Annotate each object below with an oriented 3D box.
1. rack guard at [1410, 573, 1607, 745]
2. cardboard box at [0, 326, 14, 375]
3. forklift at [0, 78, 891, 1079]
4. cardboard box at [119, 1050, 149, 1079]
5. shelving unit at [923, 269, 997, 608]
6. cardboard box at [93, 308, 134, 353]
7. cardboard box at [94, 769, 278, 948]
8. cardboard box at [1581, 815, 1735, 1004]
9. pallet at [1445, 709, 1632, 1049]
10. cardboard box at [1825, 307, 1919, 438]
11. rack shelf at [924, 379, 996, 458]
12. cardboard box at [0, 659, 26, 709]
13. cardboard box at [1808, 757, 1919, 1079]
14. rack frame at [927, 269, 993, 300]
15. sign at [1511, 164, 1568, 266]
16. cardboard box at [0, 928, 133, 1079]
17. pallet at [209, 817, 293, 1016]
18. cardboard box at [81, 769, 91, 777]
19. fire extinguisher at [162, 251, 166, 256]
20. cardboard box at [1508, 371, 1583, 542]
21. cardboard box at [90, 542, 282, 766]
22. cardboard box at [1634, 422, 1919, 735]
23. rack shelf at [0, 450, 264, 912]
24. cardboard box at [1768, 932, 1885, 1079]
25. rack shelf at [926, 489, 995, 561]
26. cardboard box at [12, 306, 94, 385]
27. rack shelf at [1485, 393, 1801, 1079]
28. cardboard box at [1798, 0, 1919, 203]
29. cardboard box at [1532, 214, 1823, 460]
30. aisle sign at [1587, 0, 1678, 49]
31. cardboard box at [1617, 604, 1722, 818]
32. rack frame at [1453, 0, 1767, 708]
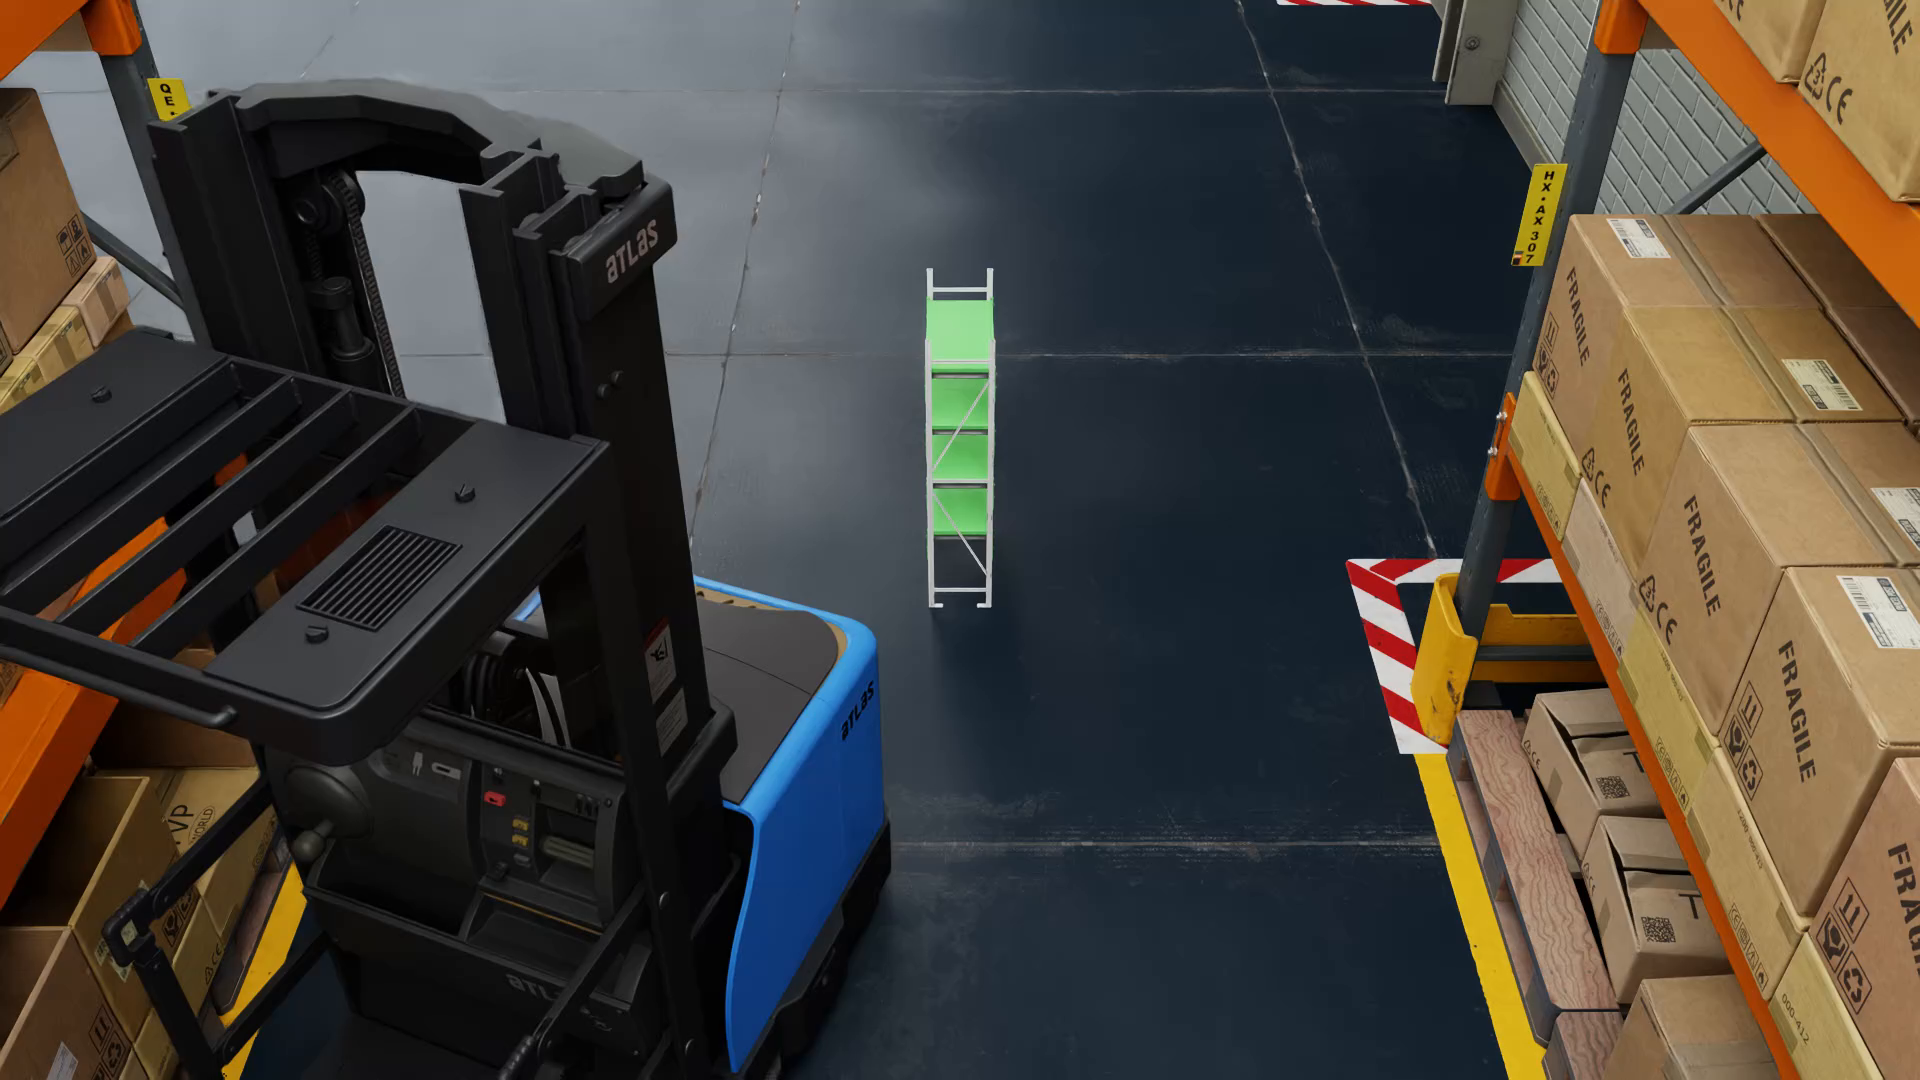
[{"bbox_3d":[2.229,0.418,5.829,1.175,0.500,0.348,0,39,0],"label":"rack guard"},{"bbox_3d":[-2.731,-0.491,3.846,0.700,0.500,0.500,-1,39,-1],"label":"cardboard box"},{"bbox_3d":[-1.244,0.675,3.563,1.130,2.935,3.031,14,41,17],"label":"forklift"},{"bbox_3d":[-2.415,1.583,4.239,0.500,0.250,0.500,0,39,0],"label":"cardboard box"},{"bbox_3d":[0.000,-0.365,6.246,0.258,1.200,0.503,0,39,0],"label":"shelving unit"},{"bbox_3d":[-2.737,-0.347,4.704,0.700,0.500,0.500,0,39,0],"label":"cardboard box"},{"bbox_3d":[-2.416,0.957,5.020,0.500,0.250,0.500,0,39,0],"label":"cardboard box"},{"bbox_3d":[2.141,1.061,4.825,0.500,0.311,0.500,3,39,4],"label":"cardboard box"},{"bbox_3d":[2.195,1.038,5.285,1.003,0.211,1.213,0,39,0],"label":"pallet"},{"bbox_3d":[2.433,-0.238,4.152,0.500,0.500,0.500,0,39,1],"label":"cardboard box"},{"bbox_3d":[0.000,-0.502,6.135,0.258,0.148,0.480,0,39,0],"label":"rack shelf"},{"bbox_3d":[-2.736,0.292,3.907,0.700,0.500,0.500,0,39,0],"label":"cardboard box"},{"bbox_3d":[1.928,0.732,2.943,0.500,0.500,0.500,-1,39,-1],"label":"cardboard box"},{"bbox_3d":[0.000,-0.517,6.436,0.240,1.200,0.015,0,39,0],"label":"rack frame"},{"bbox_3d":[1.687,-0.943,4.835,0.100,0.325,0.005,0,39,0],"label":"sign"},{"bbox_3d":[-2.411,1.290,4.005,0.500,0.500,0.500,0,39,0],"label":"cardboard box"},{"bbox_3d":[-2.682,0.967,5.375,1.003,0.211,1.213,0,39,0],"label":"pallet"},{"bbox_3d":[-2.942,0.958,5.019,0.500,0.250,0.500,0,39,0],"label":"cardboard box"},{"bbox_3d":[-2.260,-0.644,5.216,0.296,0.674,0.183,0,39,0],"label":"fire extinguisher"},{"bbox_3d":[1.912,-0.249,4.766,0.500,0.250,0.500,-1,39,-1],"label":"cardboard box"},{"bbox_3d":[-2.426,0.352,5.175,0.500,0.500,0.500,0,39,0],"label":"cardboard box"},{"bbox_3d":[1.914,0.084,3.751,0.500,0.500,0.500,-1,39,-2],"label":"cardboard box"},{"bbox_3d":[-2.722,0.932,3.764,1.077,0.370,4.000,0,39,0],"label":"rack shelf"},{"bbox_3d":[1.922,1.025,3.177,0.500,0.250,0.500,0,39,0],"label":"cardboard box"},{"bbox_3d":[0.000,-0.128,6.436,0.258,0.148,0.480,0,39,0],"label":"rack shelf"},{"bbox_3d":[-2.532,-0.489,4.363,0.380,0.149,0.250,1,39,1],"label":"cardboard box"},{"bbox_3d":[2.232,0.926,3.771,1.077,0.370,4.000,0,39,0],"label":"rack shelf"},{"bbox_3d":[1.949,-0.953,3.046,0.500,0.500,0.500,2,39,2],"label":"cardboard box"},{"bbox_3d":[1.929,-0.549,4.540,0.500,0.500,0.500,0,39,0],"label":"cardboard box"},{"bbox_3d":[1.929,-1.665,4.350,0.394,0.787,0.004,0,39,0],"label":"aisle sign"},{"bbox_3d":[1.922,0.394,3.964,0.500,0.250,0.500,-1,39,-1],"label":"cardboard box"},{"bbox_3d":[2.229,-0.605,5.107,1.000,3.000,0.127,0,39,0],"label":"rack frame"}]
